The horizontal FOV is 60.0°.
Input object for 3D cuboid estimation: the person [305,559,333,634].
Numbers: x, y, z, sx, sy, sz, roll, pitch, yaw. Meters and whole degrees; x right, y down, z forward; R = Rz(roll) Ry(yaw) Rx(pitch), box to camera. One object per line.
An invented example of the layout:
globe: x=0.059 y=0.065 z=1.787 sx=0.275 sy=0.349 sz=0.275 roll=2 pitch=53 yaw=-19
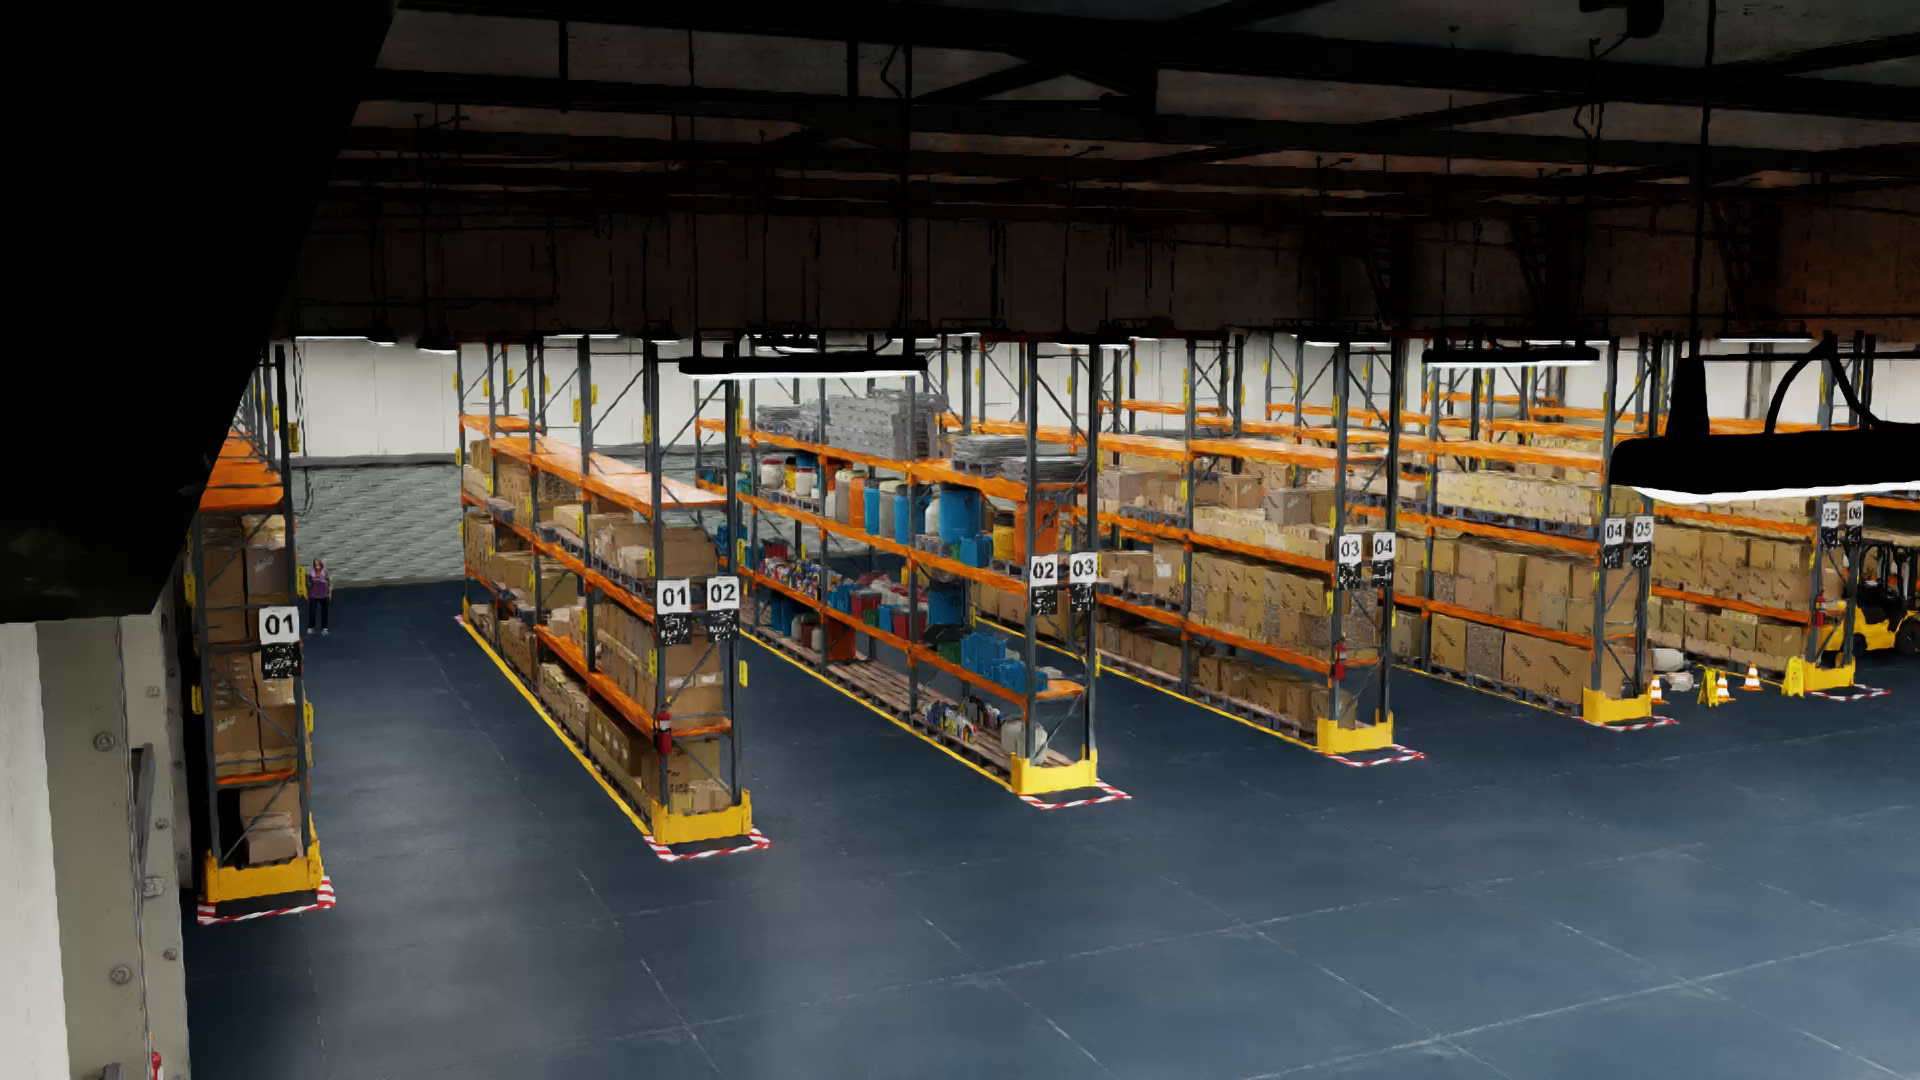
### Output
person: x=-12.767 y=1.132 z=33.070 sx=0.566 sy=1.526 sz=0.519 roll=-4 pitch=9 yaw=-27
